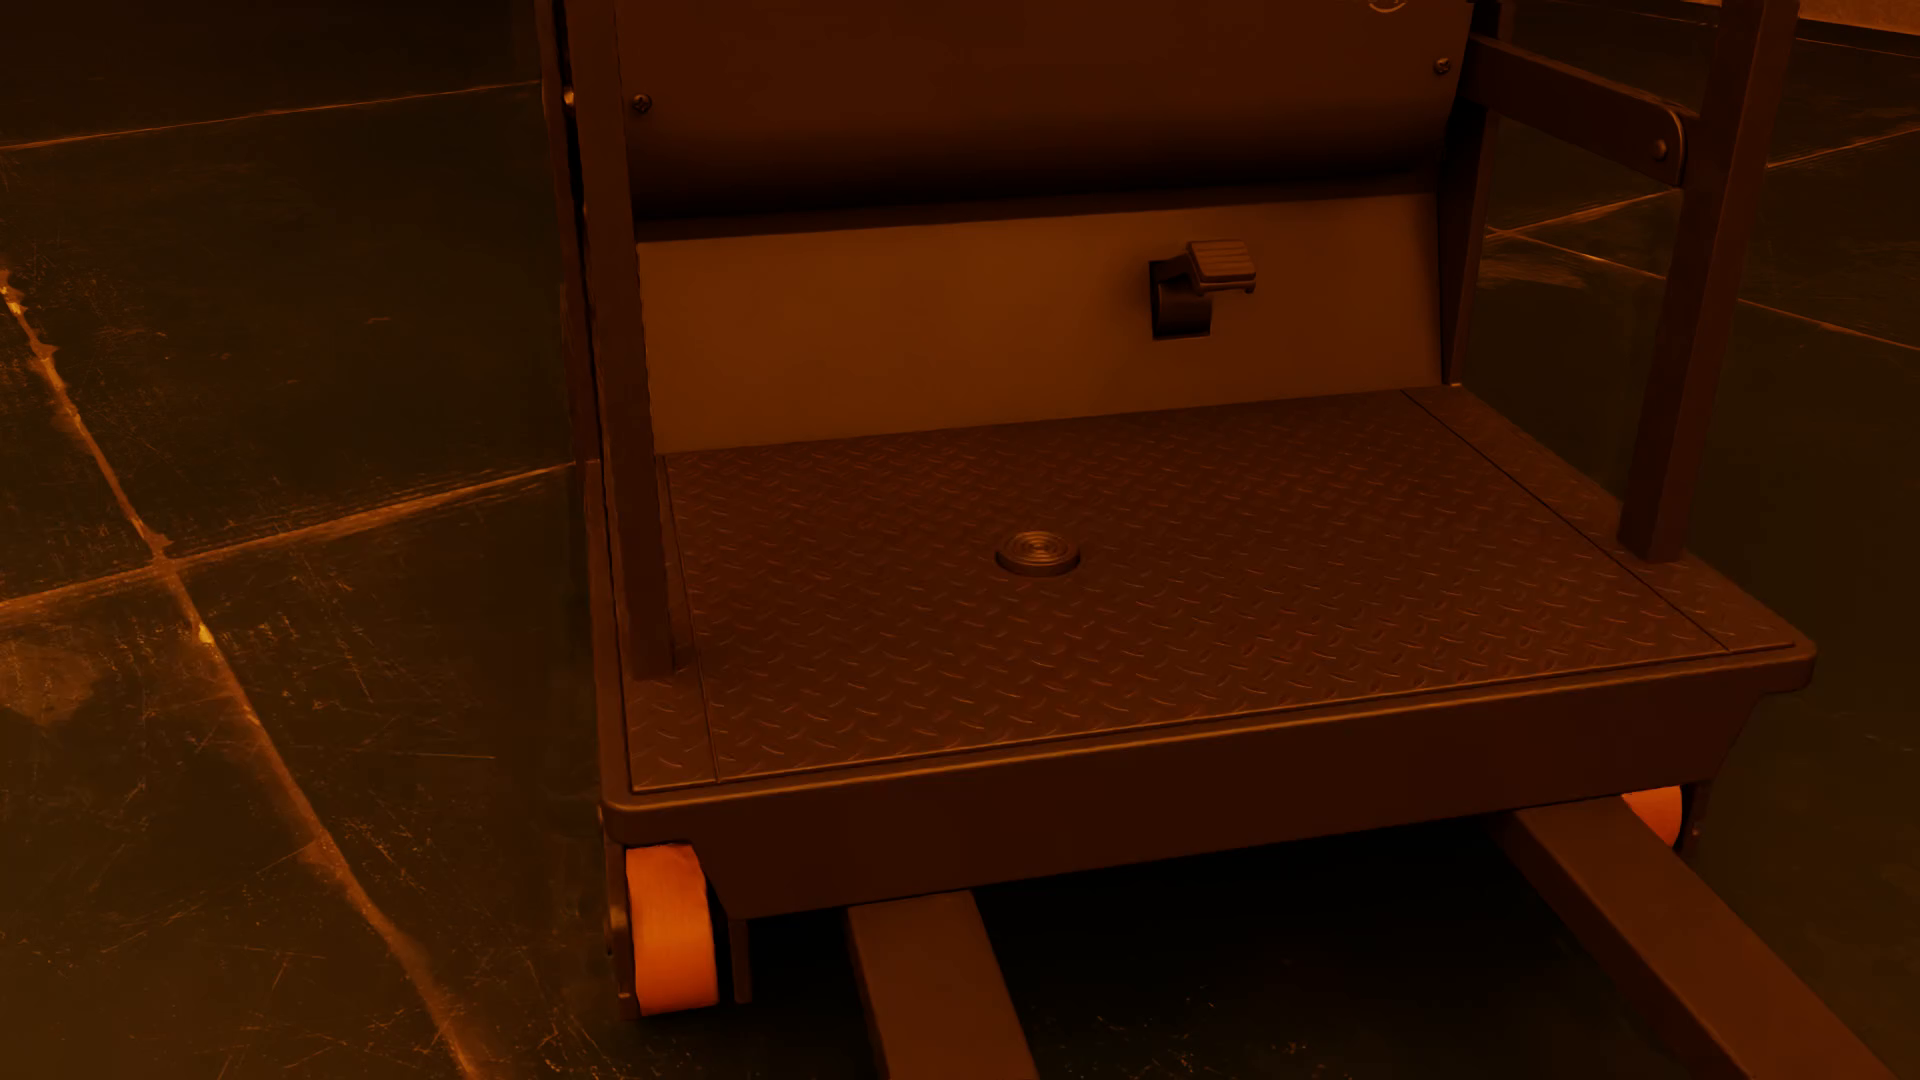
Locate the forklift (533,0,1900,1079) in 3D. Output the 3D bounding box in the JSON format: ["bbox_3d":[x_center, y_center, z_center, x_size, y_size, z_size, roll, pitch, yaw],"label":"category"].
[{"bbox_3d":[0.149,-1.042,1.309,1.130,2.935,3.031,-6,27,-11],"label":"forklift"}]
